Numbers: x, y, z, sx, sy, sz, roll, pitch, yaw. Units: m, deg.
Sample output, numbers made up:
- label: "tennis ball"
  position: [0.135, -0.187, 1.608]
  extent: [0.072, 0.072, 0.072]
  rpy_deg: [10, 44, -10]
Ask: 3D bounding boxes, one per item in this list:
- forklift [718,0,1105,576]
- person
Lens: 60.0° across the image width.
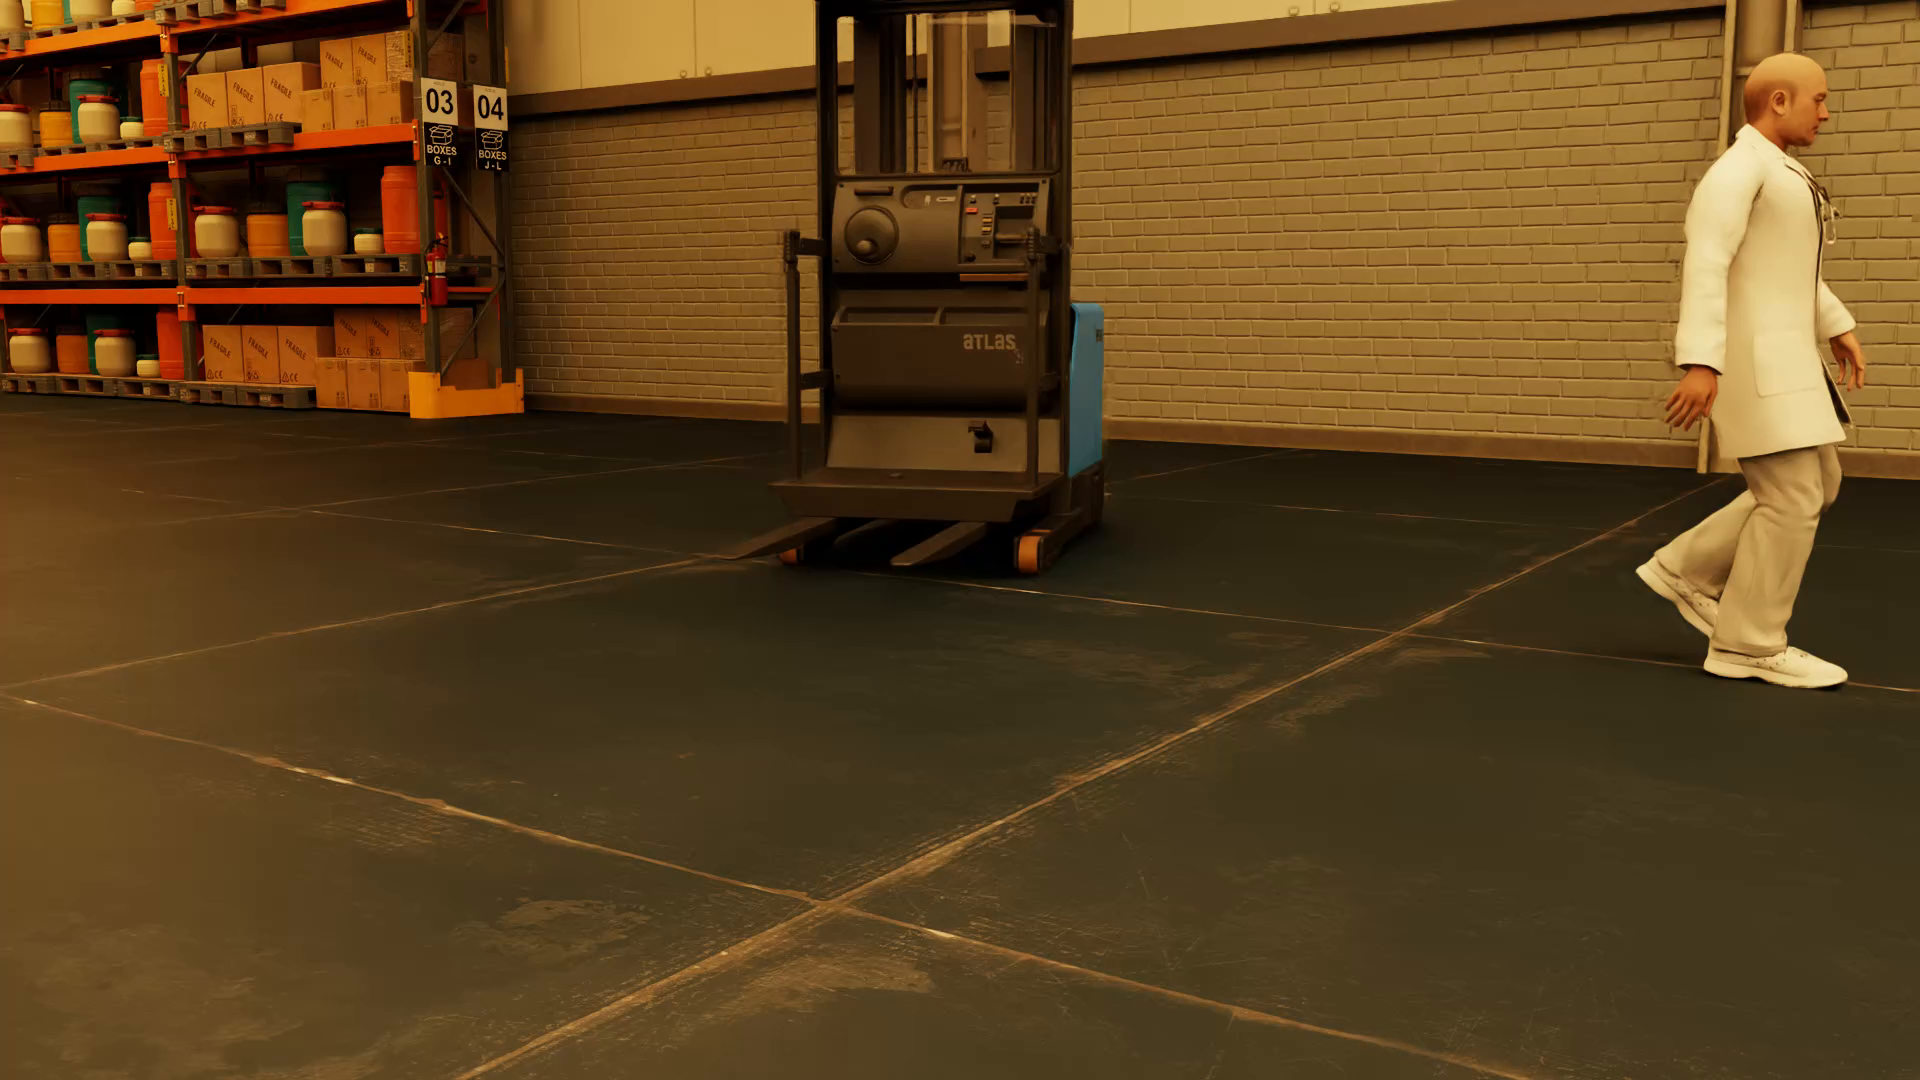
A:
- label: "forklift"
  position: [-0.133, -1.366, 6.802]
  extent: [1.130, 2.935, 3.031]
  rpy_deg: [2, 8, 14]
- label: "person"
  position: [2.275, -0.484, 4.770]
  extent: [0.597, 1.760, 0.826]
  rpy_deg: [4, 9, 29]
